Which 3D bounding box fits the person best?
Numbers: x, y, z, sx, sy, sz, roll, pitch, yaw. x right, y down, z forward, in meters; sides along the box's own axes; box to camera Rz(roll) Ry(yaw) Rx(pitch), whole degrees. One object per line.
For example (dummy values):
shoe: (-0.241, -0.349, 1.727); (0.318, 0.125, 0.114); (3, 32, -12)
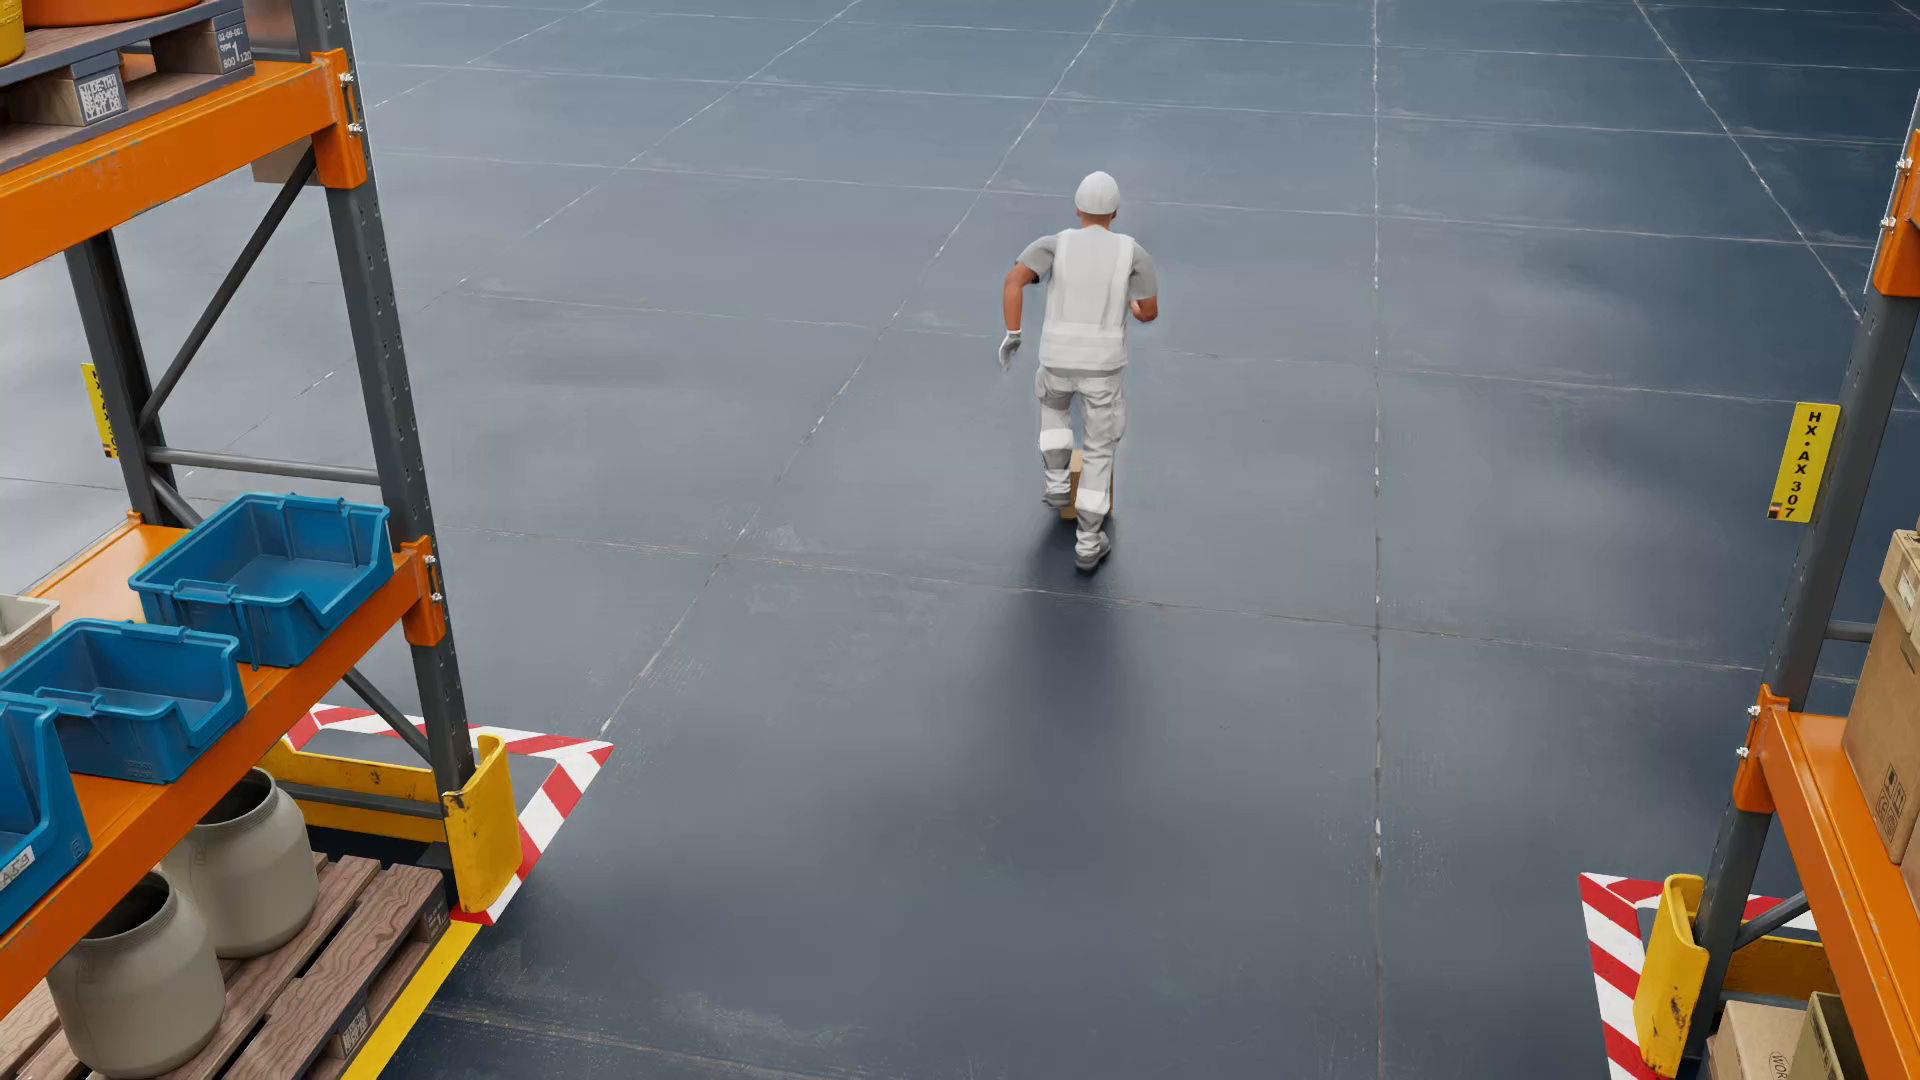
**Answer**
person: (0.562, -0.826, 7.686); (0.662, 1.697, 0.897); (8, 30, 15)
